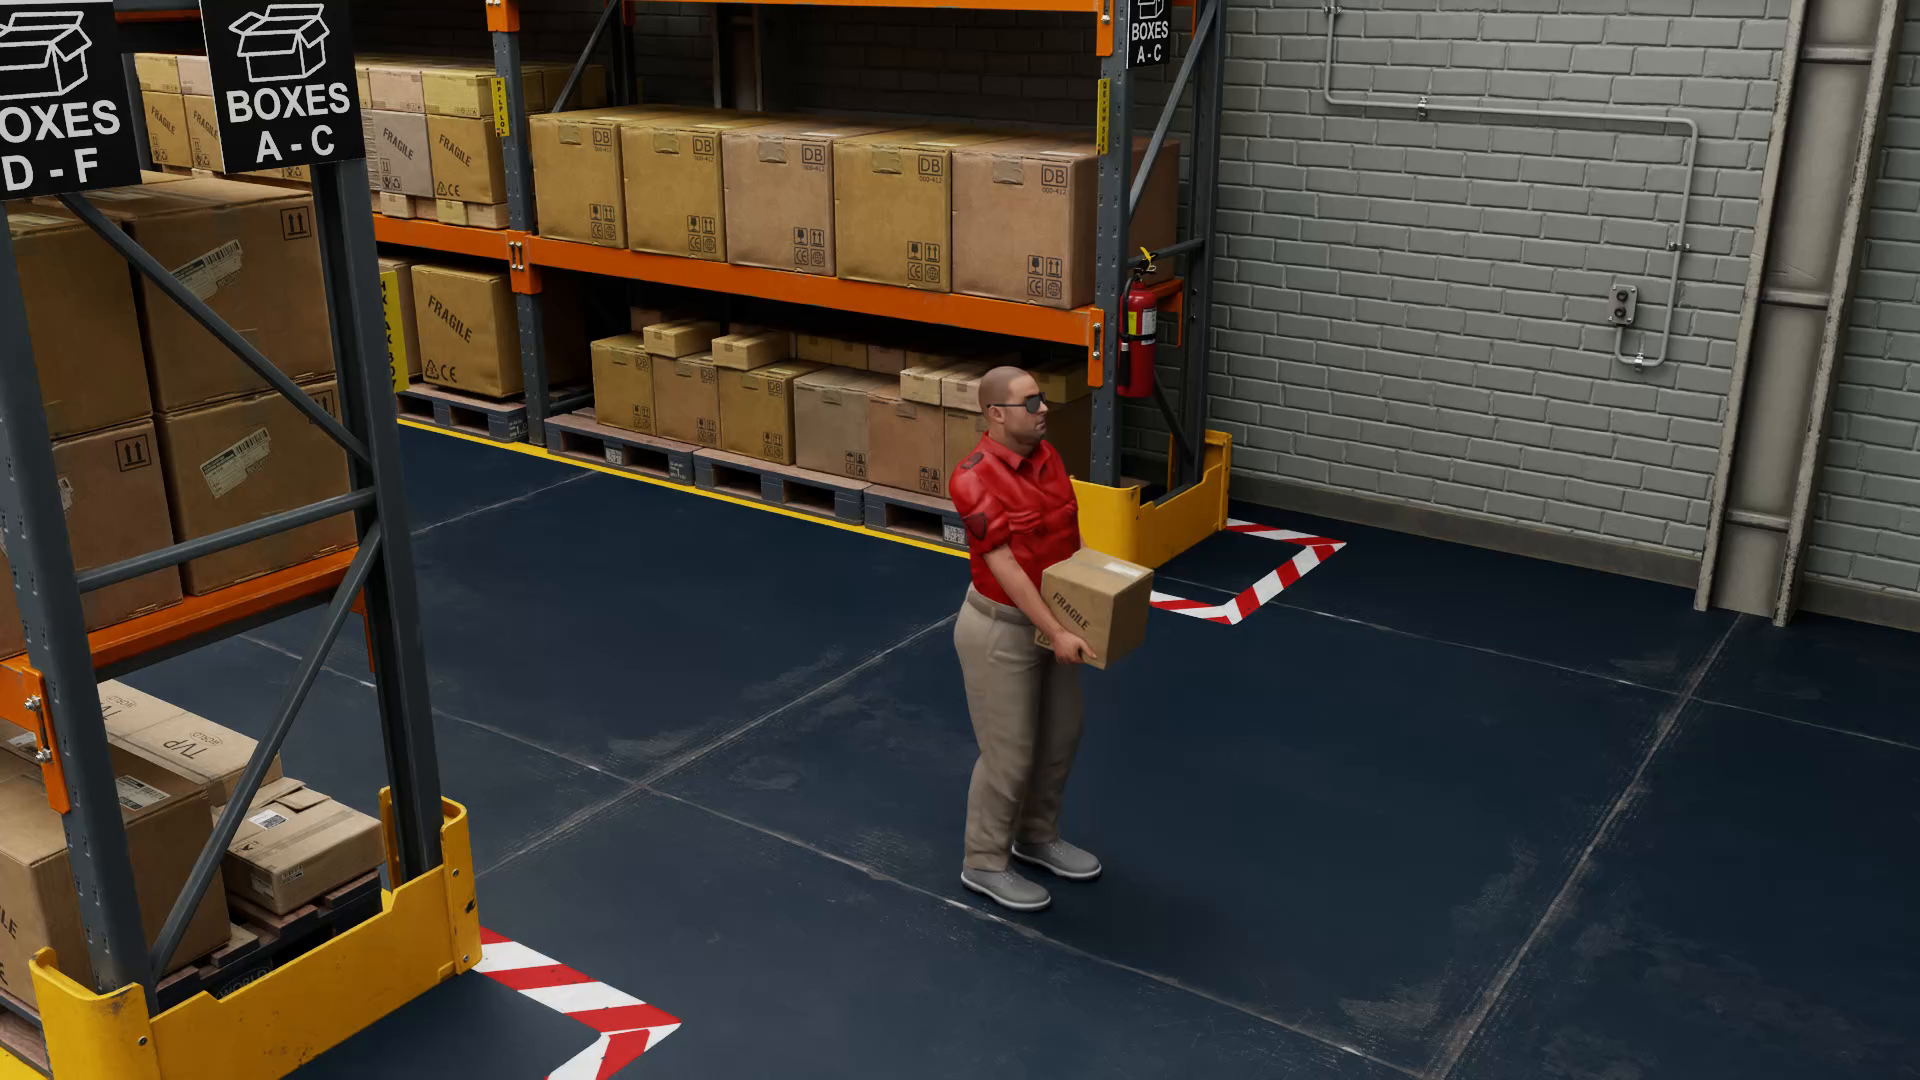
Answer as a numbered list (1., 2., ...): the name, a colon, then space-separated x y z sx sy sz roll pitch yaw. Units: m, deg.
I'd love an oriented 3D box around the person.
1. person: 0.274 0.315 5.231 0.530 1.712 0.493 13 23 32
